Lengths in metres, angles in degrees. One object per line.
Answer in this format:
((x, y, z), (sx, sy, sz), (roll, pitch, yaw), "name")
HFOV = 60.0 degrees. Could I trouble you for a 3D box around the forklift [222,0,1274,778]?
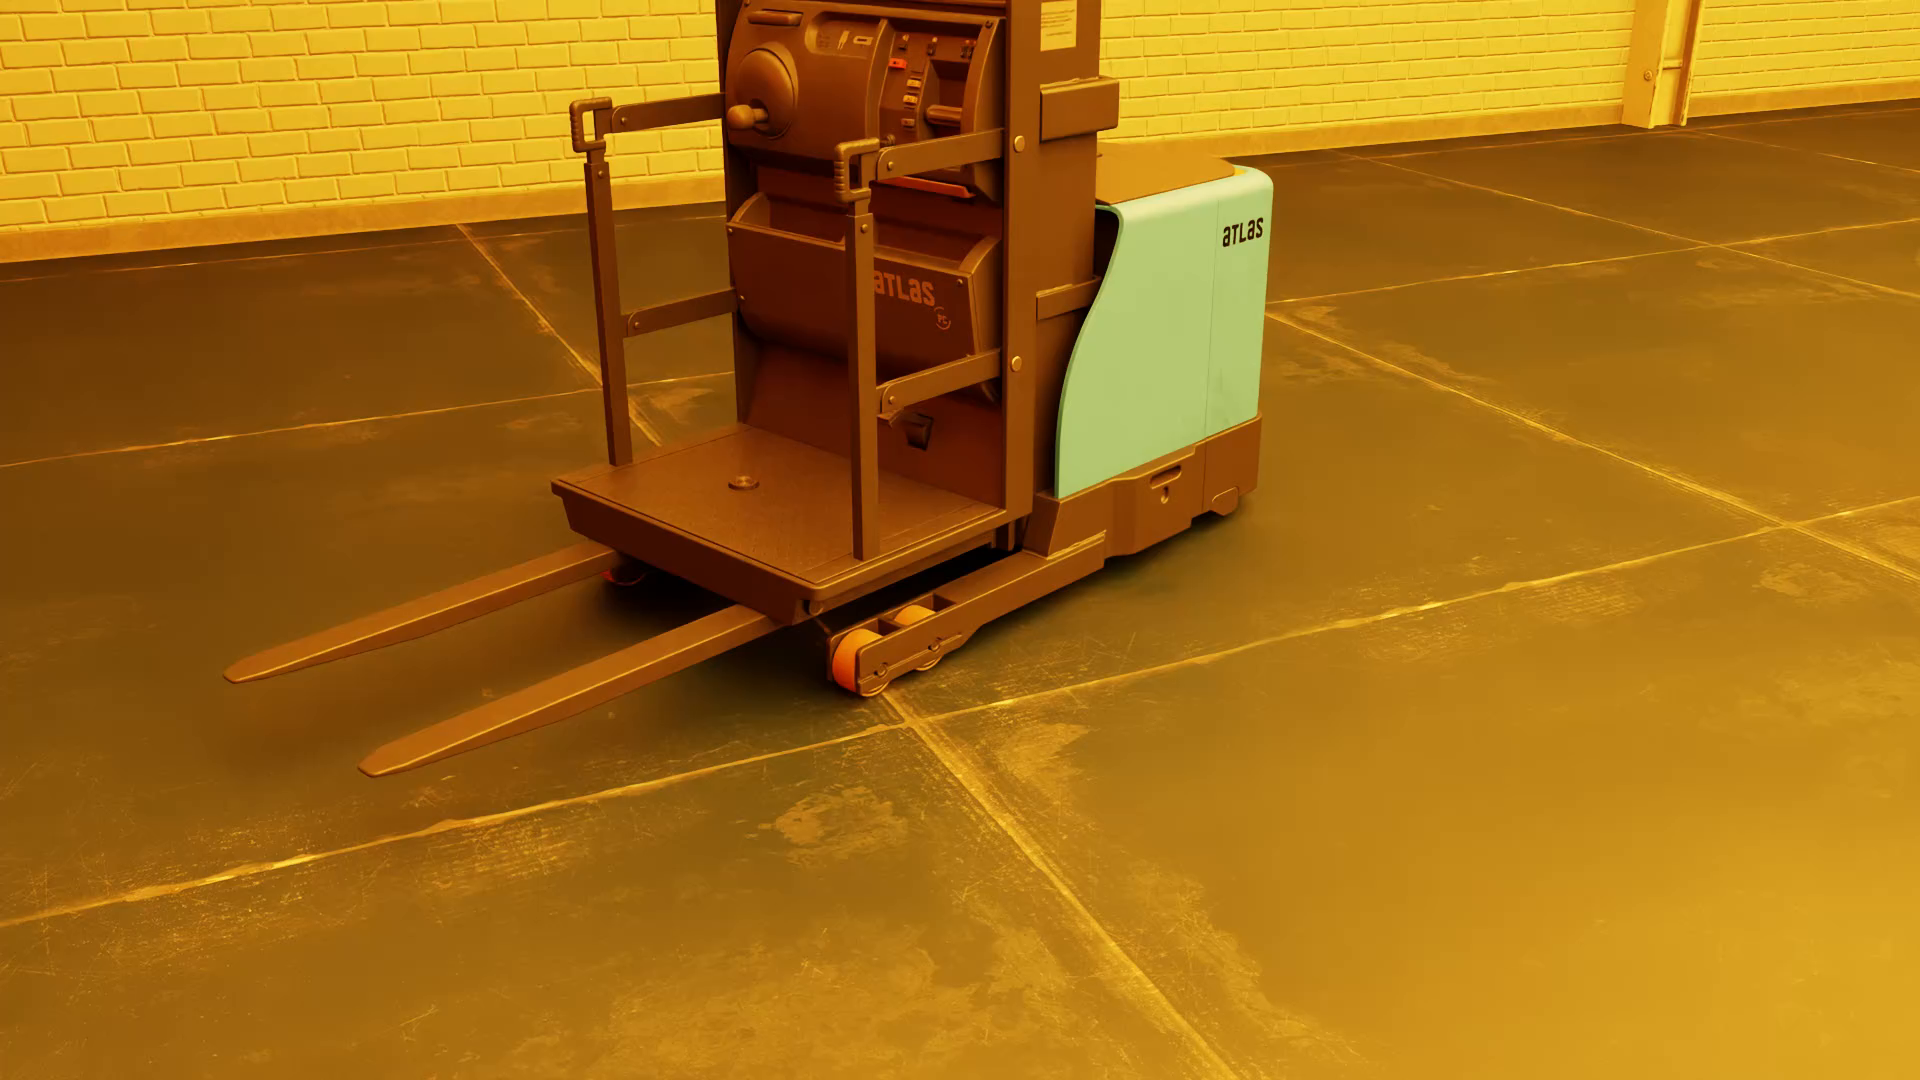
((-0.413, -1.182, 4.131), (1.130, 2.935, 3.031), (19, 29, 39), "forklift")
